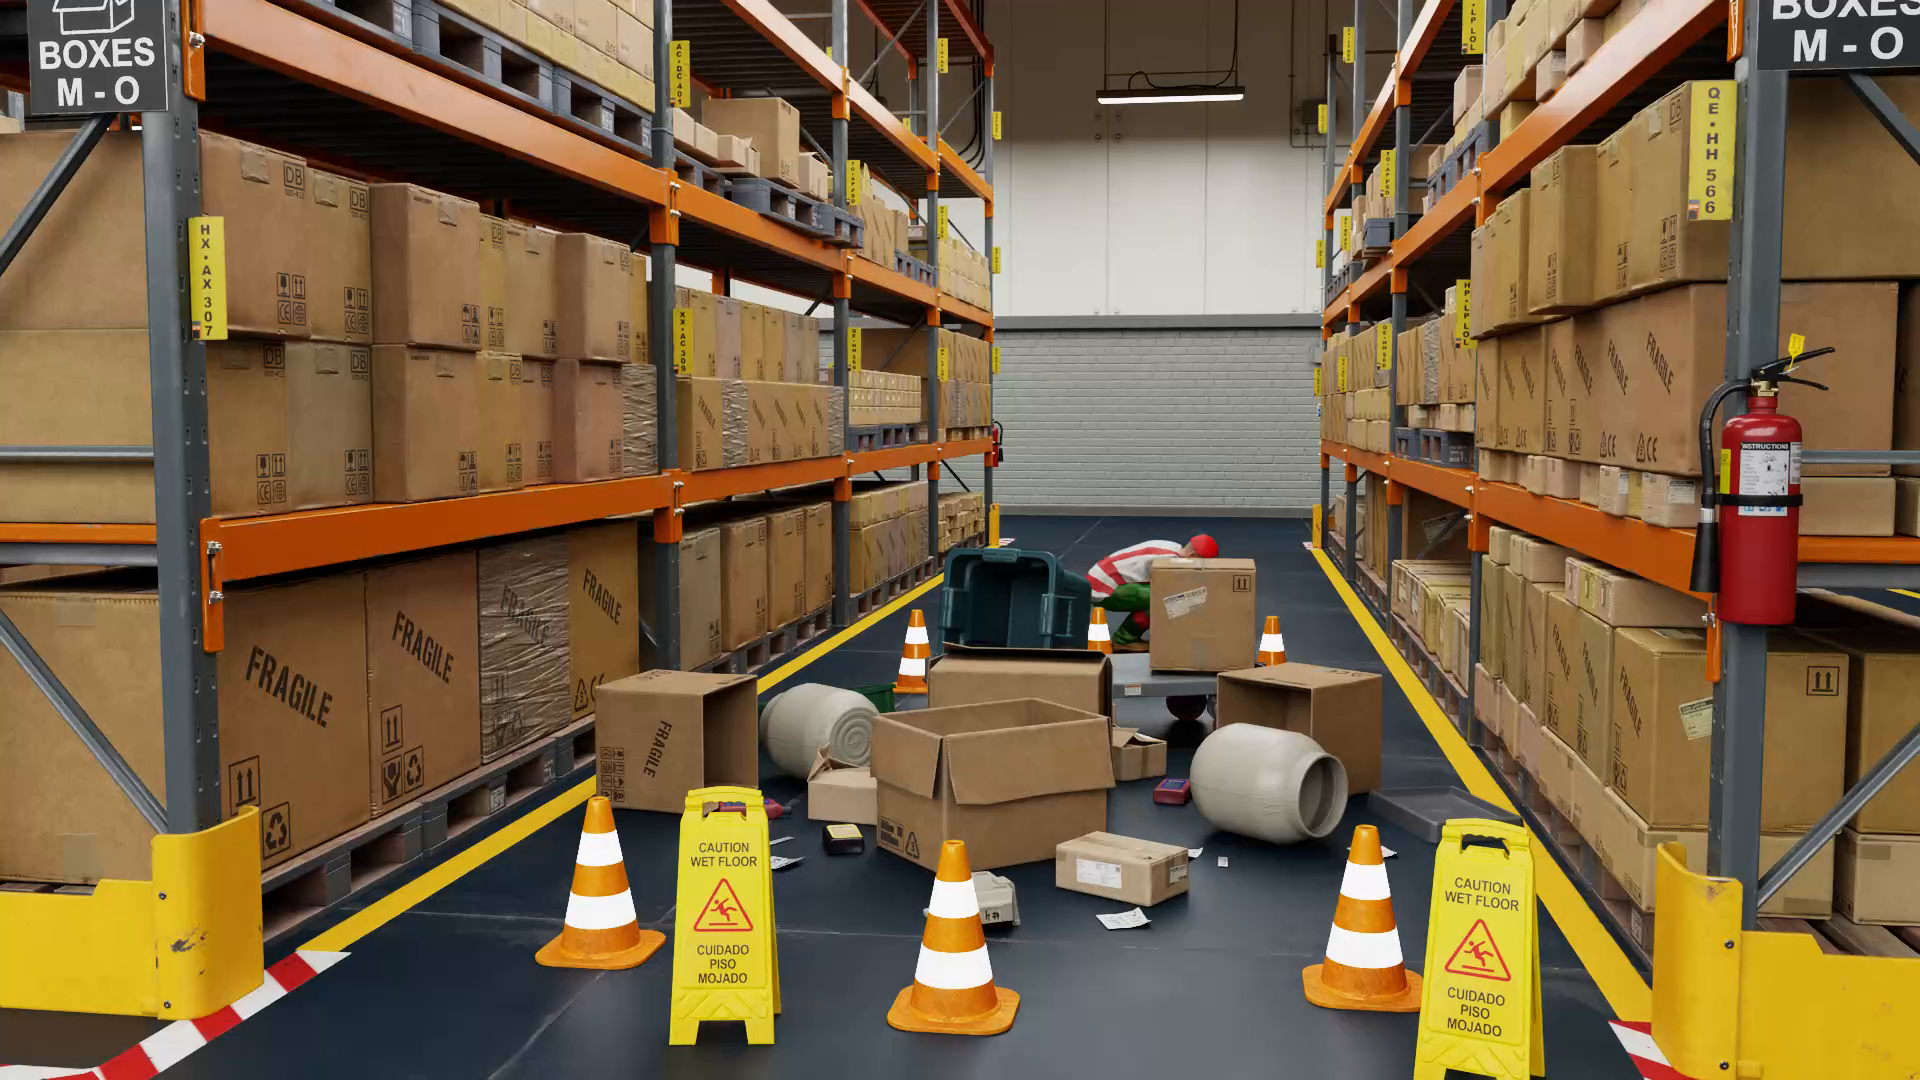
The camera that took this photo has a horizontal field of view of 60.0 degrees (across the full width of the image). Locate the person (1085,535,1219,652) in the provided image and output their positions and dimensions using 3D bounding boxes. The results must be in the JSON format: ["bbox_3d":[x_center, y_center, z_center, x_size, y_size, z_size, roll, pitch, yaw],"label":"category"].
[{"bbox_3d":[1.291,0.400,11.289,0.916,0.876,0.534,1,4,8],"label":"person"}]
